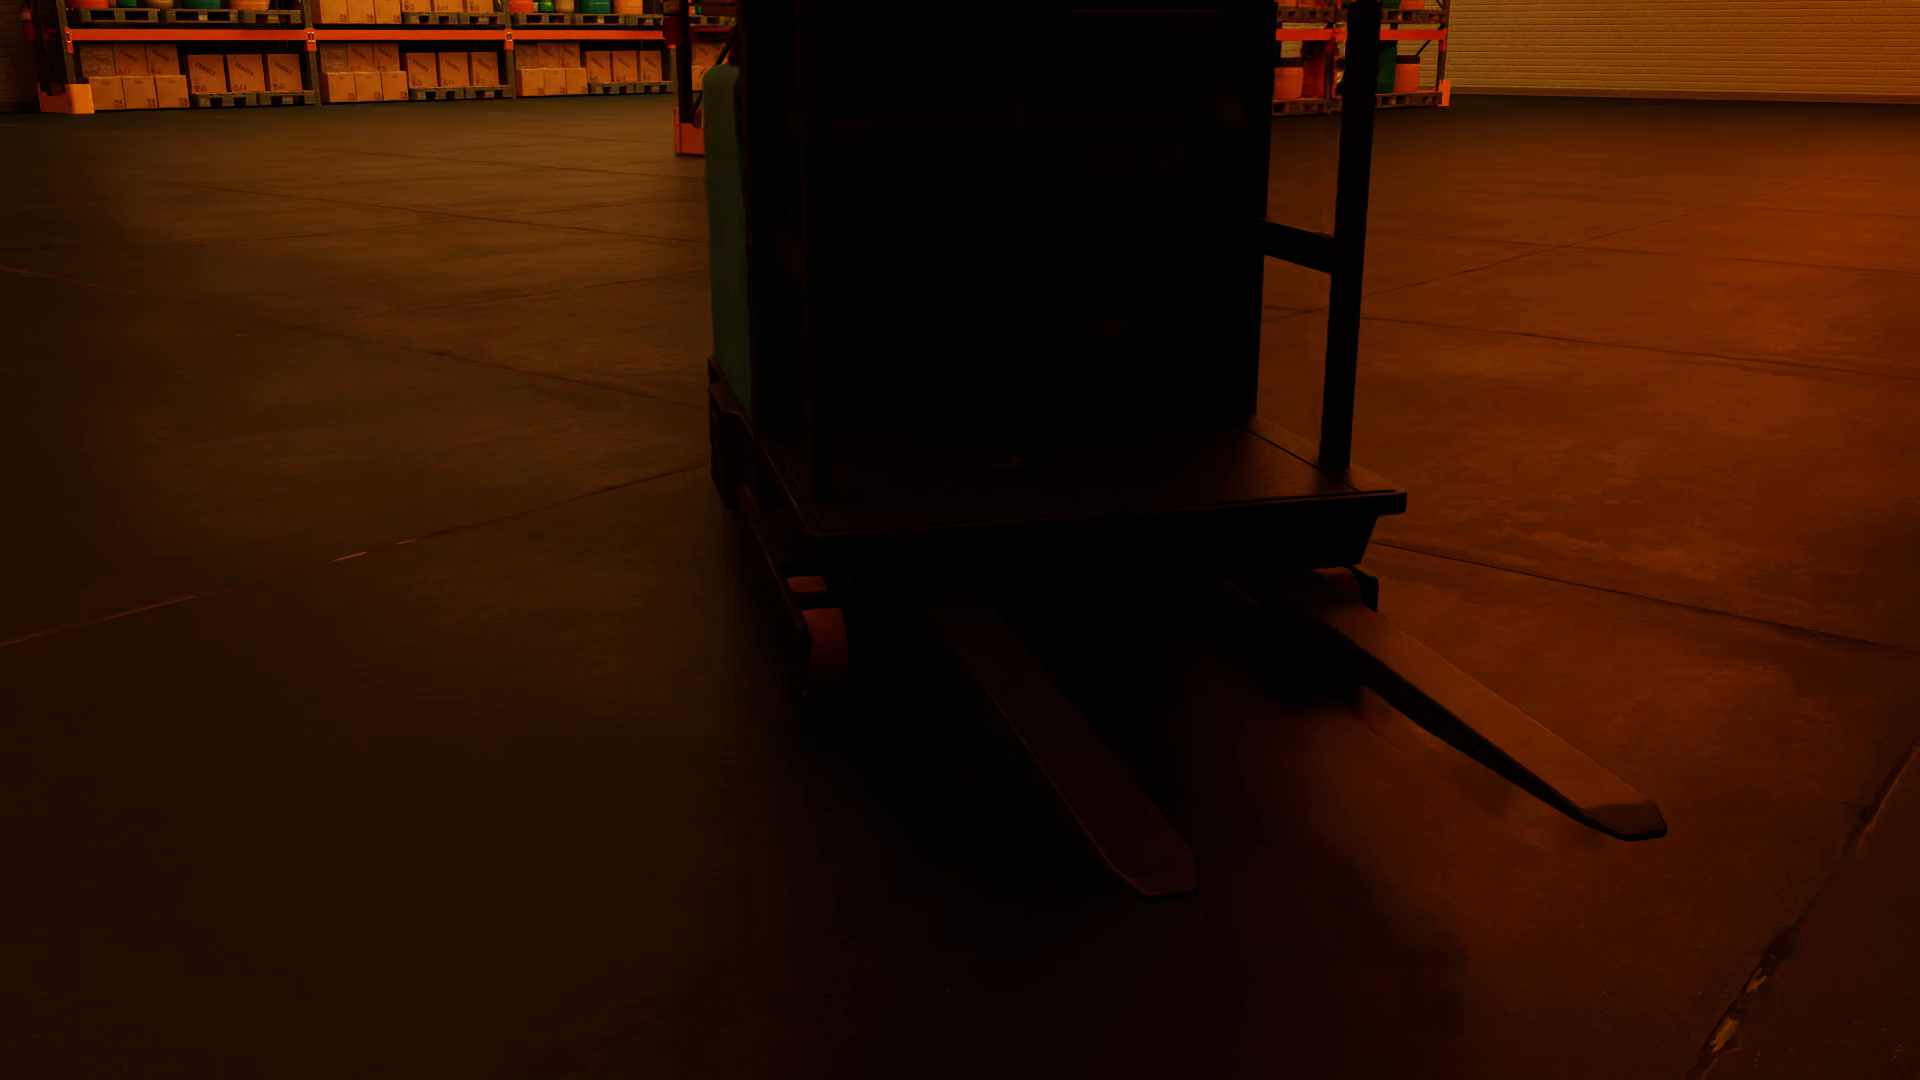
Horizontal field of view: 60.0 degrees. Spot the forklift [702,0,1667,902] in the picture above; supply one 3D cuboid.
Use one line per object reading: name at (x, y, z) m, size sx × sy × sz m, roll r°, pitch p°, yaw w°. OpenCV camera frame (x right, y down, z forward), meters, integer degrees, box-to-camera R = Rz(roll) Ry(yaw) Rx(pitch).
forklift at (0.168, -1.239, 2.979) m, size 1.130 × 2.935 × 3.031 m, roll -4°, pitch 17°, yaw -13°
